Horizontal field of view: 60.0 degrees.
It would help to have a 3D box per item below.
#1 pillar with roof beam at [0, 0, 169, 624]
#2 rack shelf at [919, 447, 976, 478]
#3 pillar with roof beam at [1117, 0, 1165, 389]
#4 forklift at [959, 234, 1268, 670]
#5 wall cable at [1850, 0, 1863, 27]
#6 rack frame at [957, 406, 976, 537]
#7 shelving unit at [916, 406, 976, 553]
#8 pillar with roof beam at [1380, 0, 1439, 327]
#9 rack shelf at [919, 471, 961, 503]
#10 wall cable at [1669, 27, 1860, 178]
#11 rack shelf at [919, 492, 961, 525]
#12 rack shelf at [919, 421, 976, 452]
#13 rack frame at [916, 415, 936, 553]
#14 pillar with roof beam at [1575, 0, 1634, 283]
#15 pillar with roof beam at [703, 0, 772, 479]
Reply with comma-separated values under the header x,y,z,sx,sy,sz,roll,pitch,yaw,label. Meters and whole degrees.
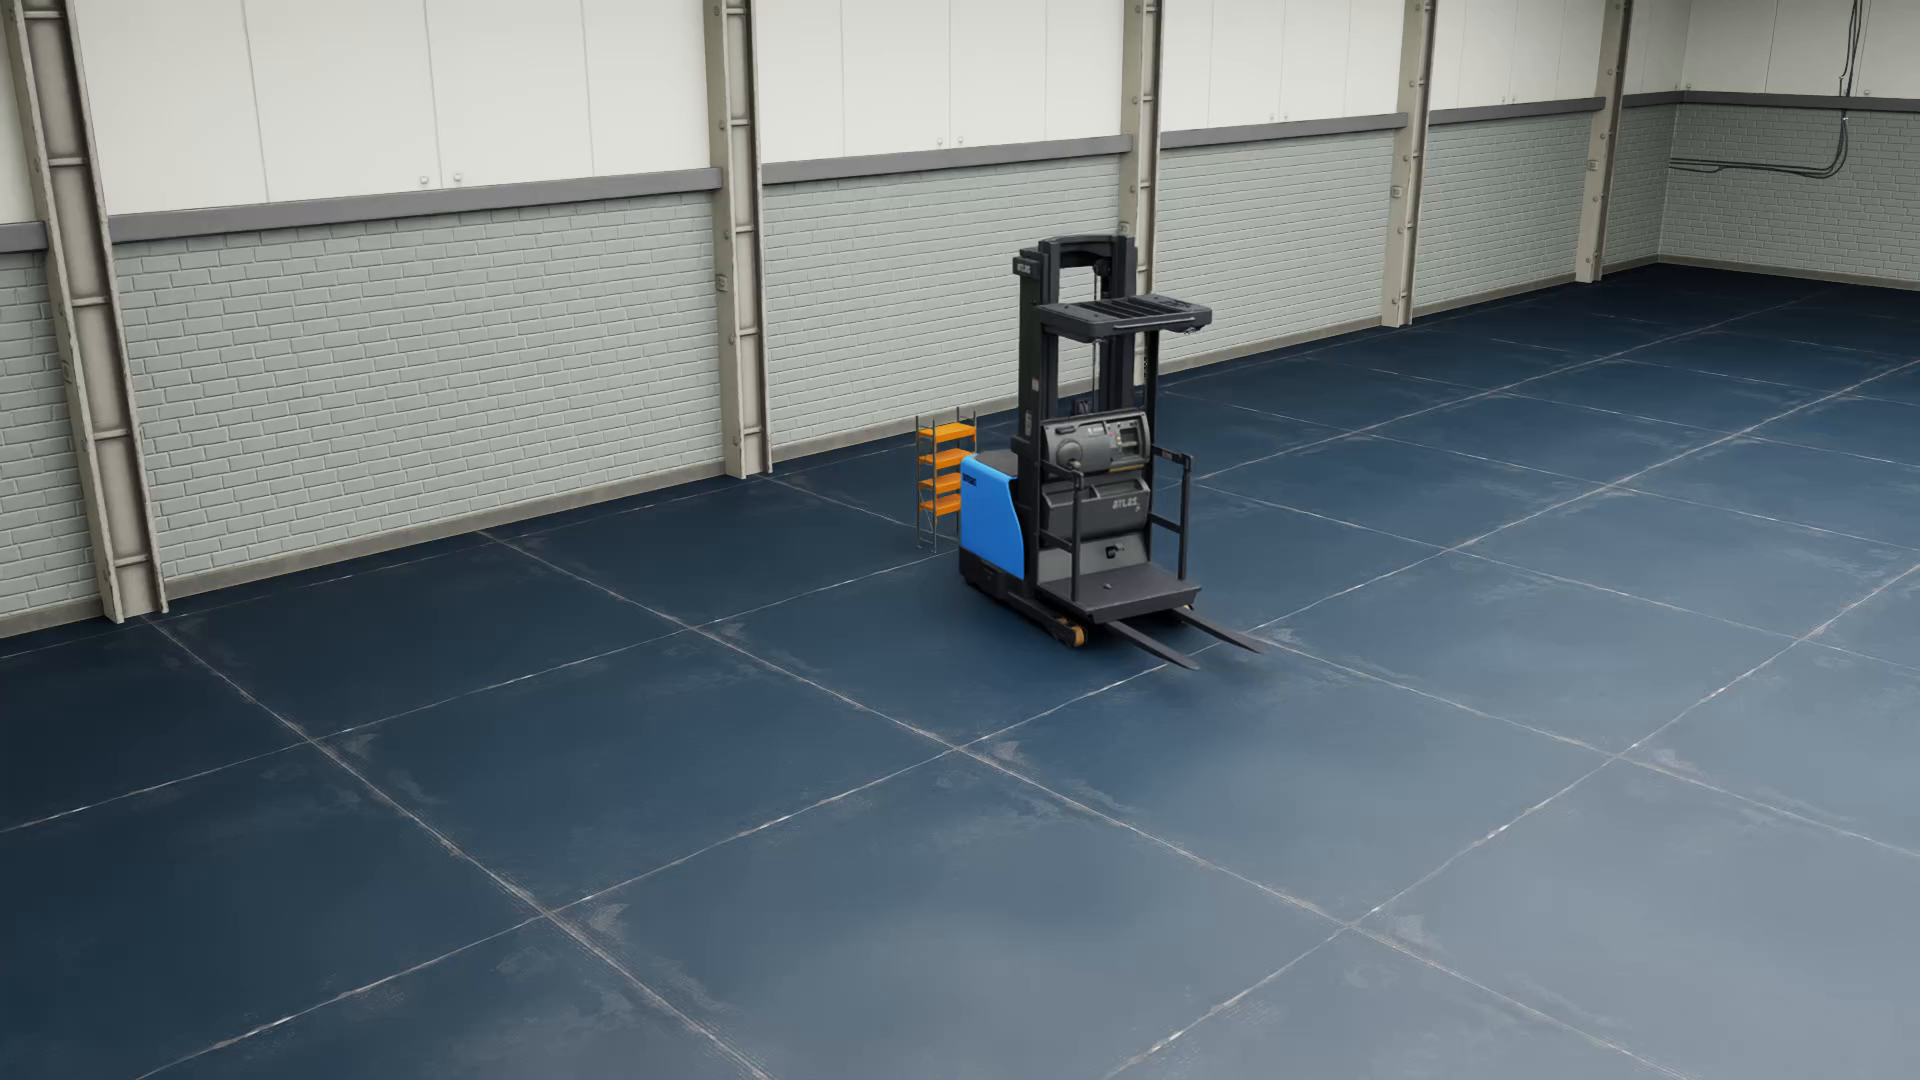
x,y,z,sx,sy,sz,roll,pitch,yaw,label
-3.582,-2.739,8.842,0.400,9.000,9.100,-16,24,-41,pillar with roof beam
-0.120,-0.684,14.643,0.480,0.148,0.258,-16,24,-41,rack shelf
5.137,-5.282,16.684,0.400,9.000,9.100,-16,24,-41,pillar with roof beam
1.157,-0.744,12.526,1.130,2.935,3.031,-10,20,-28,forklift
15.807,-9.436,26.344,0.112,2.526,3.097,-16,24,-41,wall cable
0.057,-0.587,14.851,0.015,1.200,0.240,-16,24,-41,rack frame
-0.120,-0.536,14.691,0.503,1.200,0.258,-16,24,-41,shelving unit
9.497,-6.553,20.606,0.400,9.000,9.100,-16,24,-41,pillar with roof beam
-0.120,-0.472,14.712,0.480,0.148,0.258,-16,24,-41,rack shelf
13.948,-7.640,28.993,0.112,2.526,3.097,-16,24,-41,wall cable
-0.120,-0.283,14.773,0.480,0.148,0.258,-16,24,-41,rack shelf
-0.120,-0.909,14.570,0.480,0.148,0.258,-16,24,-41,rack shelf
-0.298,-0.484,14.532,0.015,1.200,0.240,-16,24,-41,rack frame
13.857,-7.824,24.527,0.400,9.000,9.100,-16,24,-41,pillar with roof beam
0.778,-4.010,12.763,0.400,9.000,9.100,-16,24,-41,pillar with roof beam
